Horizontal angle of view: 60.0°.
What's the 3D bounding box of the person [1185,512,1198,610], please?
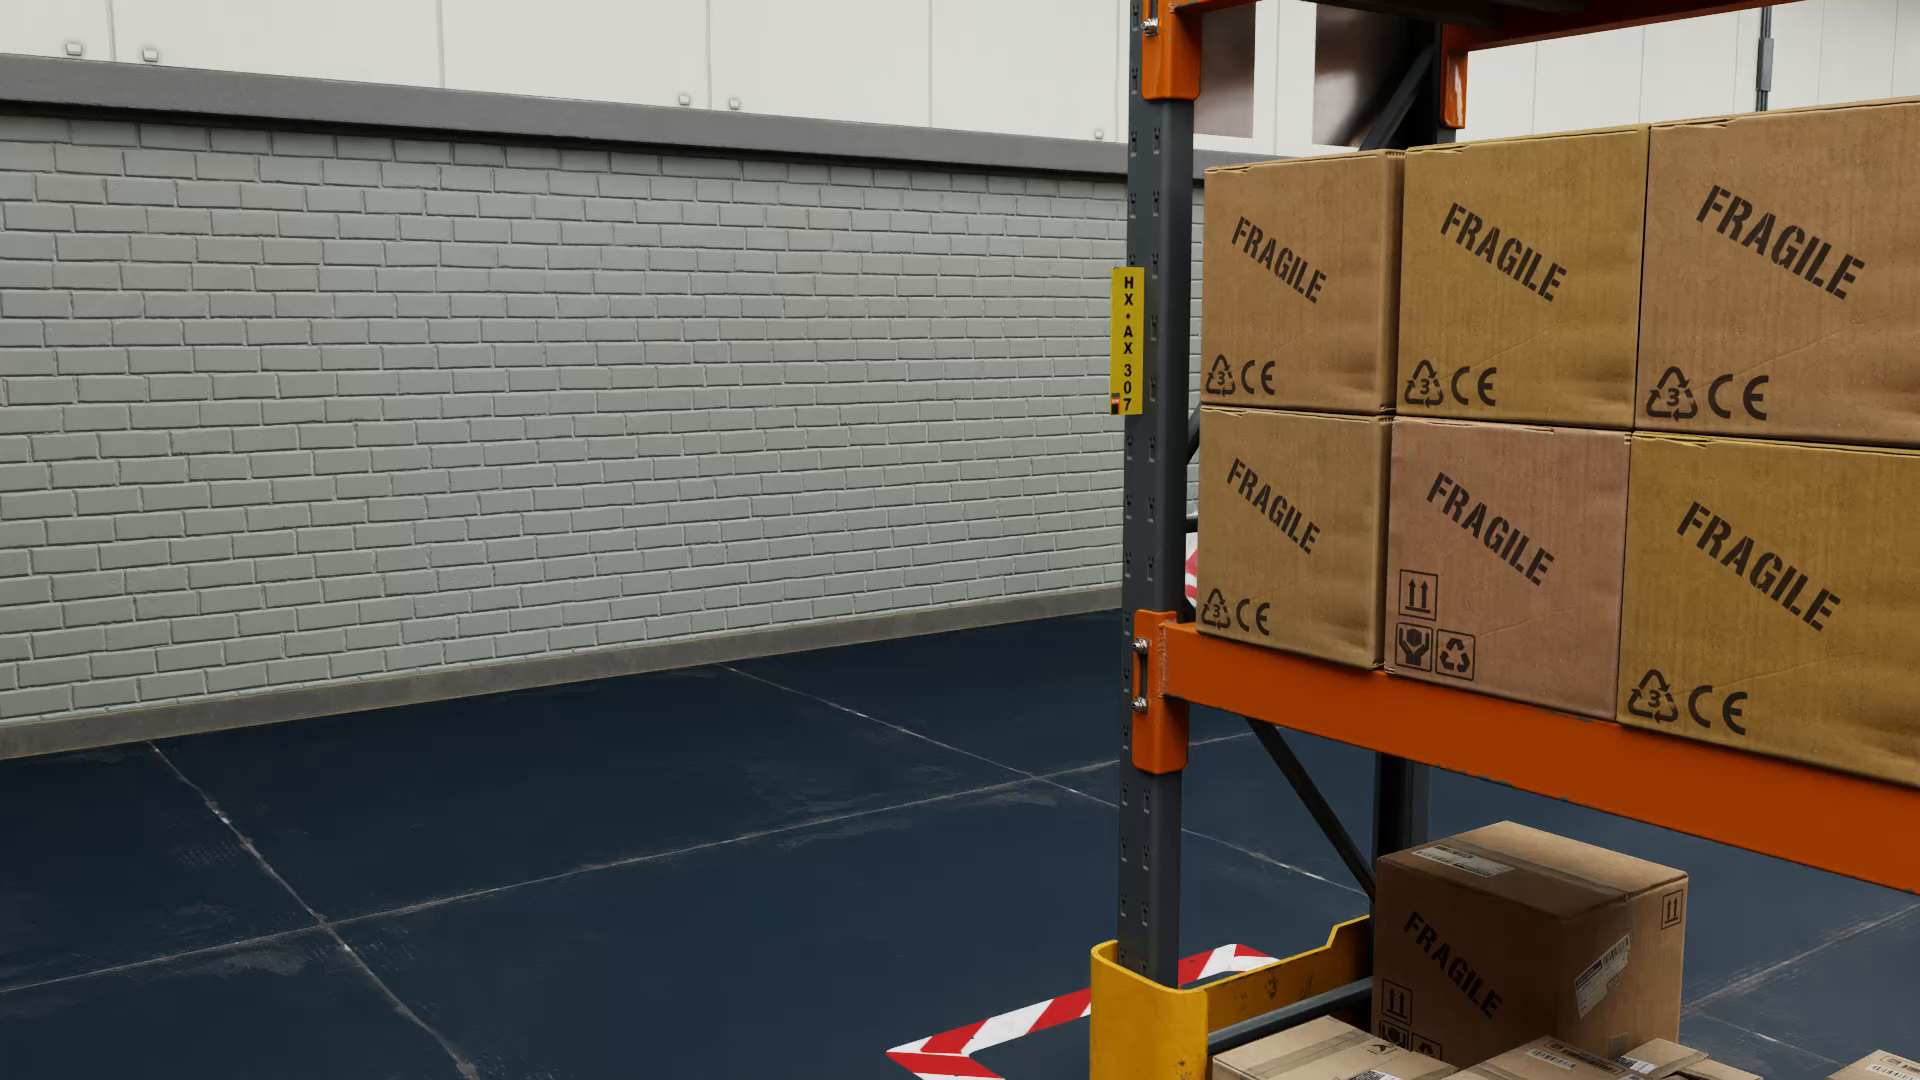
[{"bbox_3d":[1.435,0.215,9.626,0.865,0.995,0.549,-6,10,-36],"label":"person"}]
